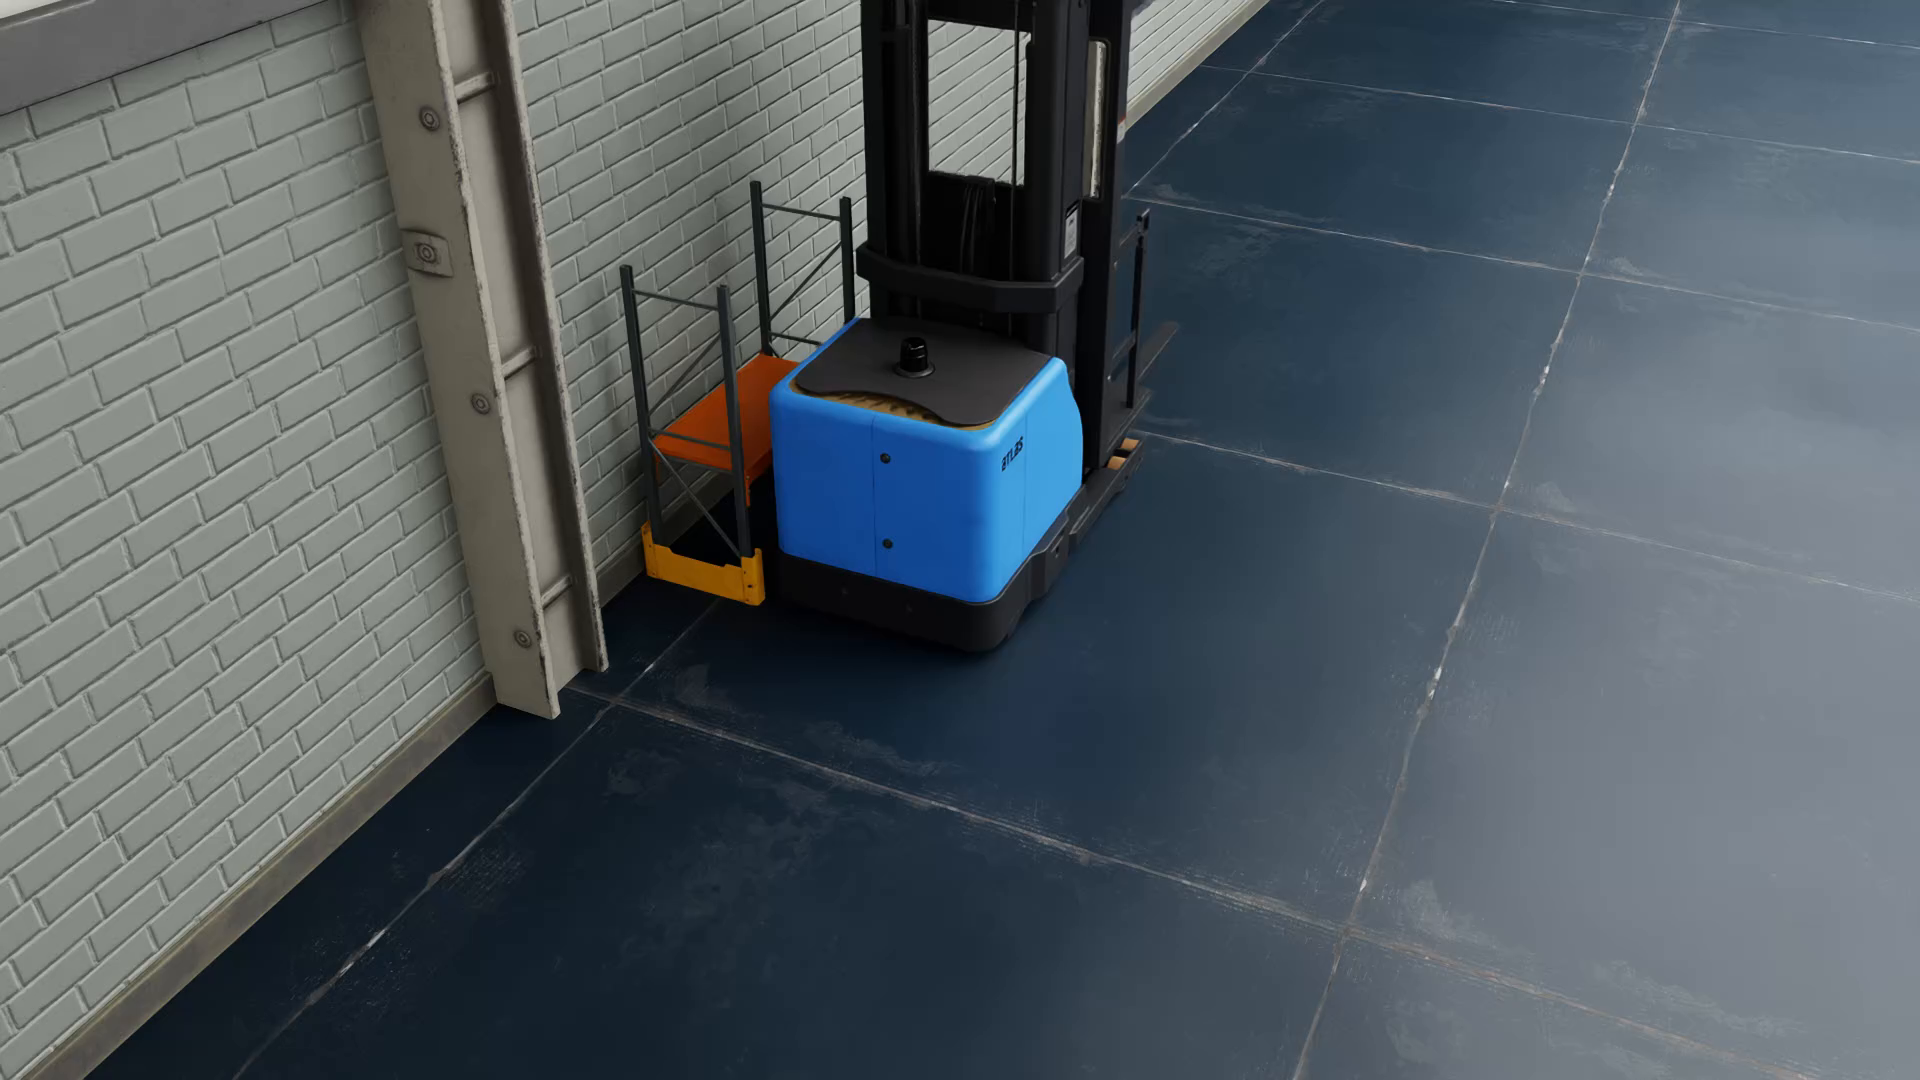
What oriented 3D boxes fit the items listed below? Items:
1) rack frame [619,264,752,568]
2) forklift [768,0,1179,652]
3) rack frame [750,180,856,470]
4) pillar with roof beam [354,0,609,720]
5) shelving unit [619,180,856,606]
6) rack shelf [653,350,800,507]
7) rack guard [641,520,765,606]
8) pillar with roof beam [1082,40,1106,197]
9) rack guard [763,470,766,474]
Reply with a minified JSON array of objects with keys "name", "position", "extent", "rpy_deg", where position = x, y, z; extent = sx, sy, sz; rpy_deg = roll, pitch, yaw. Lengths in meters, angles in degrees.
[{"name":"rack frame","position":[-1.139,-0.422,7.026],"extent":[0.500,1.500,0.032],"rpy_deg":[14,36,21]},{"name":"forklift","position":[0.275,-1.557,7.451],"extent":[1.130,2.935,3.031],"rpy_deg":[14,36,20]},{"name":"rack frame","position":[-0.712,-0.928,7.797],"extent":[0.500,1.500,0.032],"rpy_deg":[14,36,21]},{"name":"pillar with roof beam","position":[2.224,-2.190,2.883],"extent":[9.100,9.000,0.400],"rpy_deg":[14,36,20]},{"name":"shelving unit","position":[-0.929,-0.670,7.405],"extent":[0.587,1.500,1.083],"rpy_deg":[14,36,21]},{"name":"rack shelf","position":[-0.925,-0.525,7.510],"extent":[0.538,0.185,1.000],"rpy_deg":[14,36,21]},{"name":"rack guard","position":[-1.138,0.100,7.369],"extent":[0.587,0.250,0.087],"rpy_deg":[14,36,21]},{"name":"pillar with roof beam","position":[4.734,-5.178,7.440],"extent":[9.100,9.000,0.400],"rpy_deg":[14,36,20]},{"name":"rack guard","position":[-0.720,-0.396,8.125],"extent":[0.587,0.250,0.087],"rpy_deg":[14,36,21]}]
